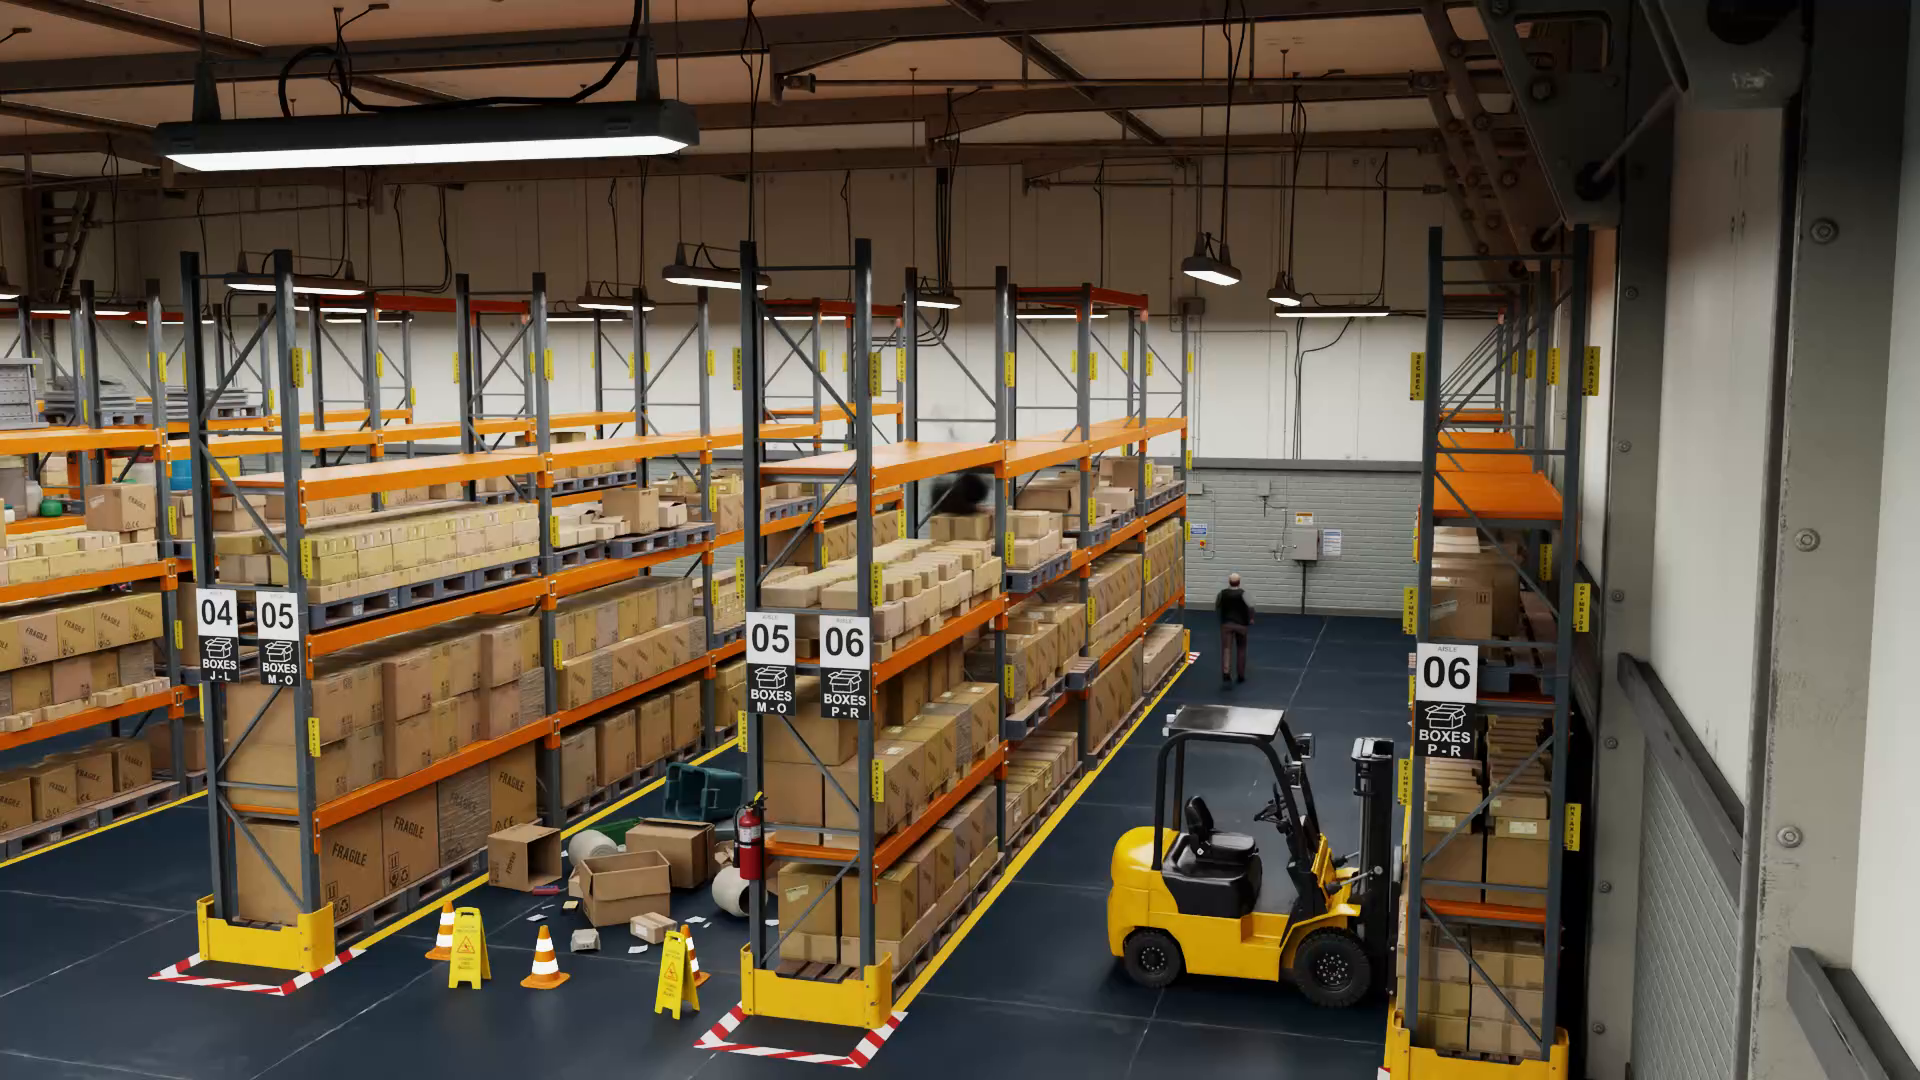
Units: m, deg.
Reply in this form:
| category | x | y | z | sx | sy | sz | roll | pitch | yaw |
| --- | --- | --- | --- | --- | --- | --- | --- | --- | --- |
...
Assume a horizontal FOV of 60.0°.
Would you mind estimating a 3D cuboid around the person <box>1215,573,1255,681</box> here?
| category | x | y | z | sx | sy | sz | roll | pitch | yaw |
| --- | --- | --- | --- | --- | --- | --- | --- | --- | --- |
| person | 4.296 | 1.389 | 26.026 | 0.641 | 1.754 | 0.871 | 2 | 7 | 14 |
